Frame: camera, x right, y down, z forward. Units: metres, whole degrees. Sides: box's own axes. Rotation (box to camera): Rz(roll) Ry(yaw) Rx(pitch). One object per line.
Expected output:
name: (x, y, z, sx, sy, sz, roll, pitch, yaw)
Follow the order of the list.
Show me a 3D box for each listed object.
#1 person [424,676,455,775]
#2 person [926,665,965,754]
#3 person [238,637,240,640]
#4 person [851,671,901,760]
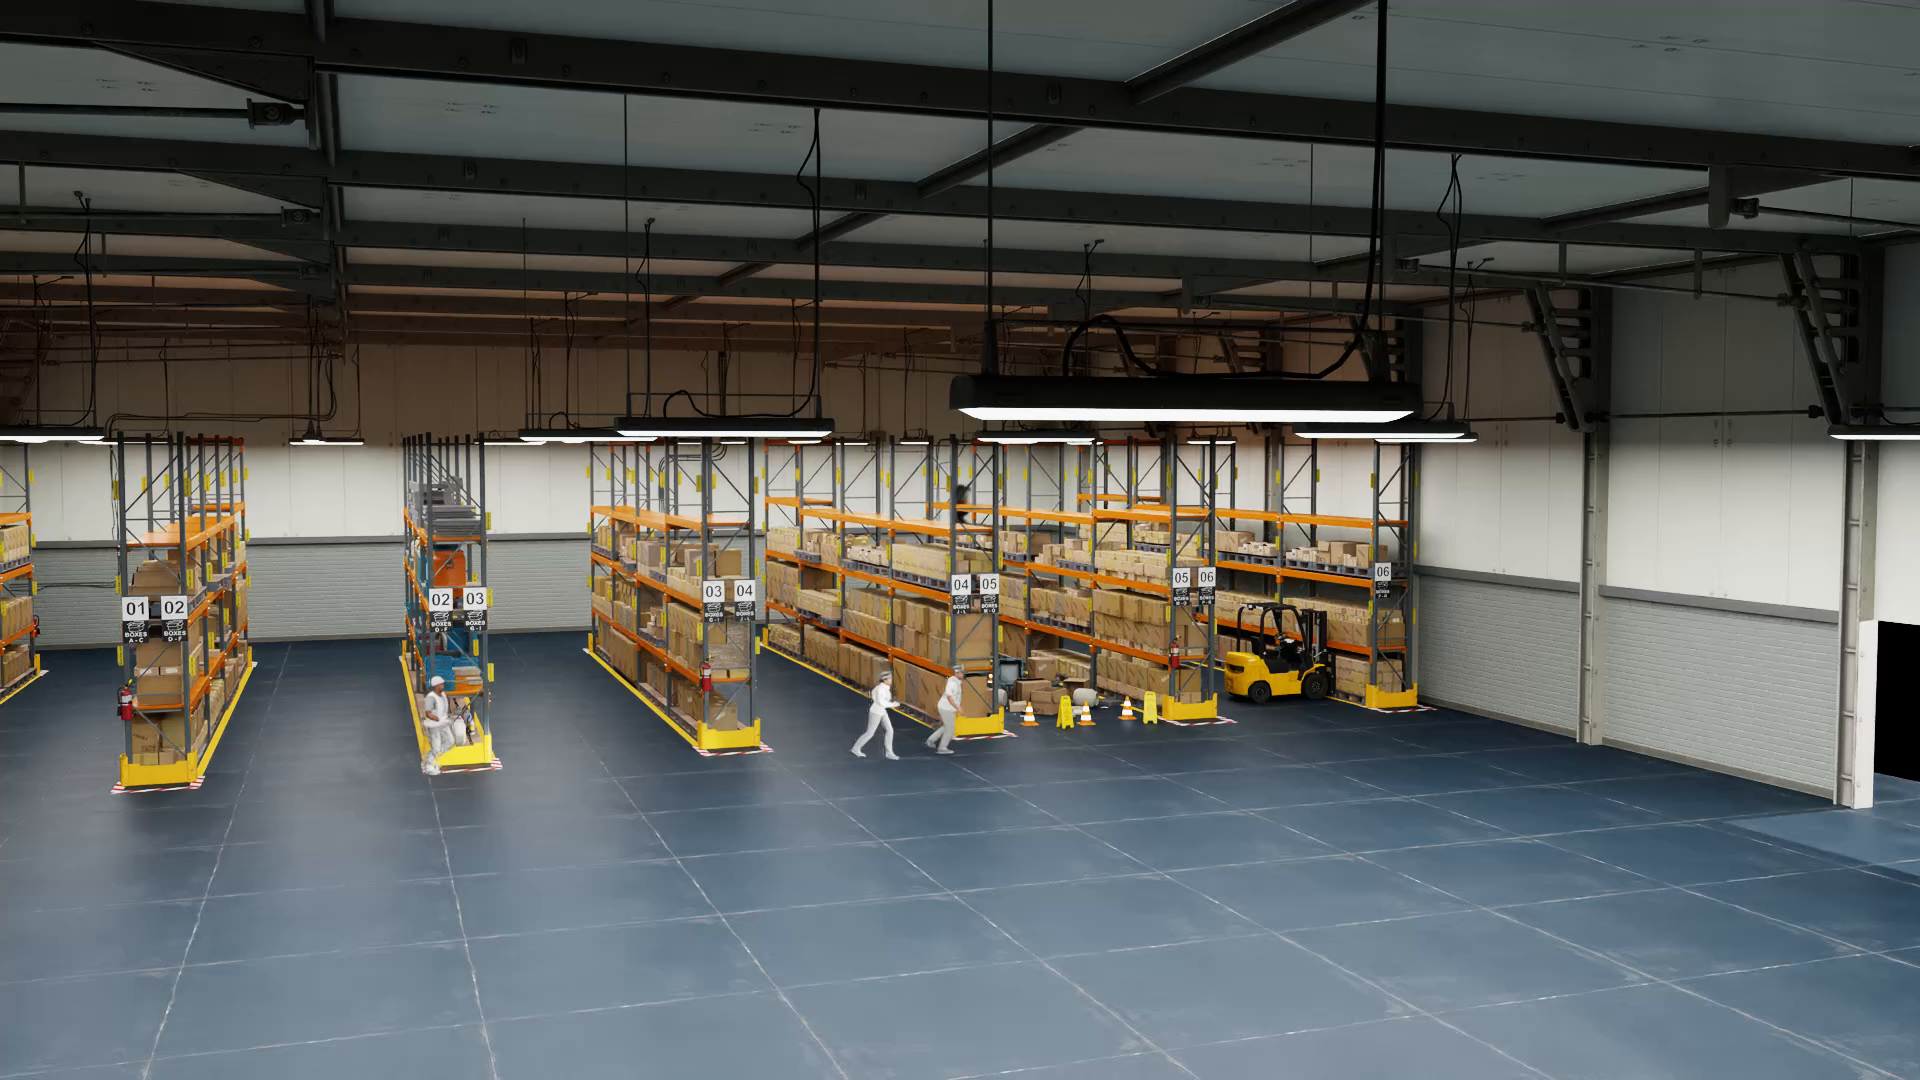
person: (-9.118, 3.236, 29.021, 0.576, 1.736, 0.685, 1, 3, 14)
person: (-0.278, 3.153, 31.082, 0.749, 1.685, 0.650, 0, 3, 3)
person: (-19.758, 2.416, 44.776, 0.890, 1.701, 0.521, 1, 3, 11)
person: (-1.533, 3.202, 30.454, 0.937, 1.648, 0.592, 1, 3, 14)
